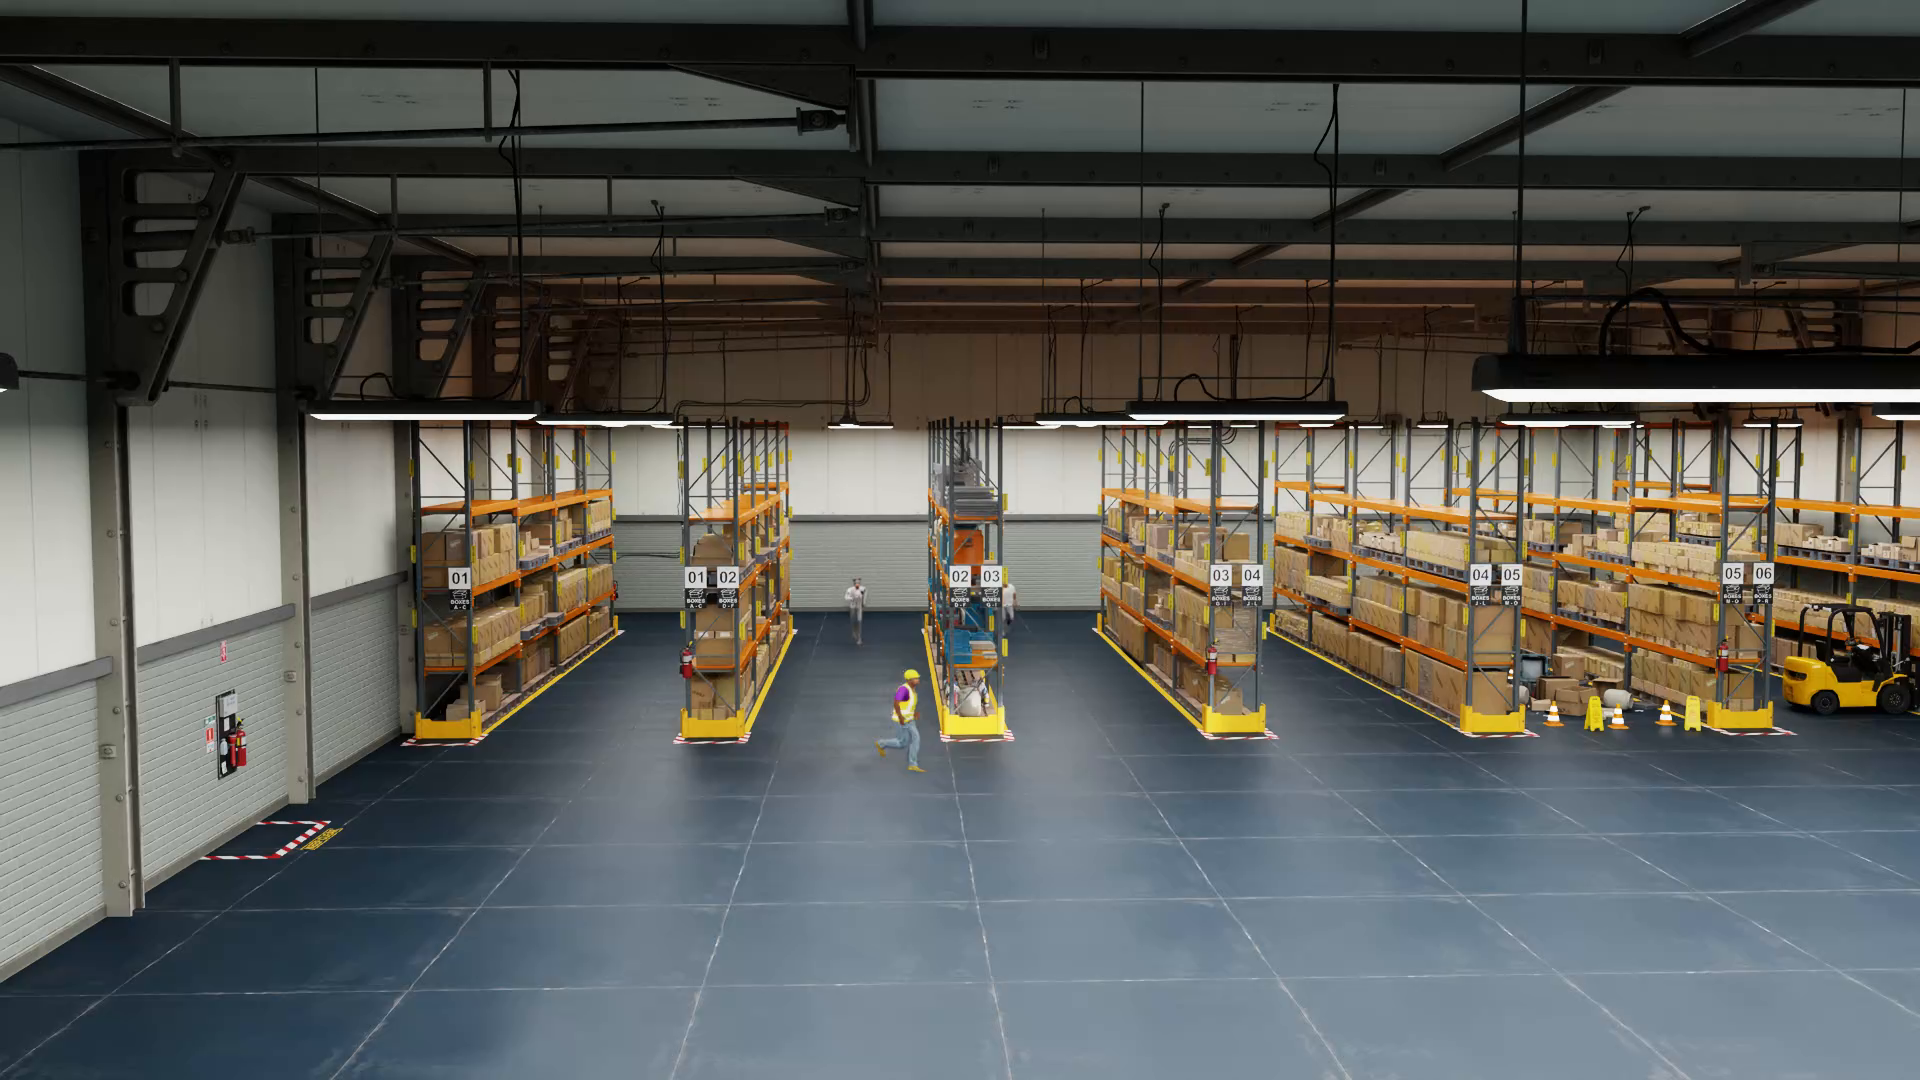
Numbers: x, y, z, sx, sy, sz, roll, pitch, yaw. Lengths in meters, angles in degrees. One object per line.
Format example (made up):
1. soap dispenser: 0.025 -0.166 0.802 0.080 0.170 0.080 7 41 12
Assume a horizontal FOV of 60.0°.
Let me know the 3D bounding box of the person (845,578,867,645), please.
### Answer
1. person: -2.737 1.845 43.751 0.609 1.739 0.891 -1 4 -8

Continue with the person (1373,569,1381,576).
1. person: 12.383 1.686 49.553 0.549 1.628 0.580 -1 4 -14

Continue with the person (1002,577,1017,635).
1. person: 1.295 1.824 46.399 0.682 1.714 0.701 -1 4 -15

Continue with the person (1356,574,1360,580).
1. person: 11.177 1.809 46.884 0.543 1.697 0.909 -1 4 -18

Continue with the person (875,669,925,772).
1. person: -0.998 3.051 28.098 0.884 1.744 0.710 1 4 19
